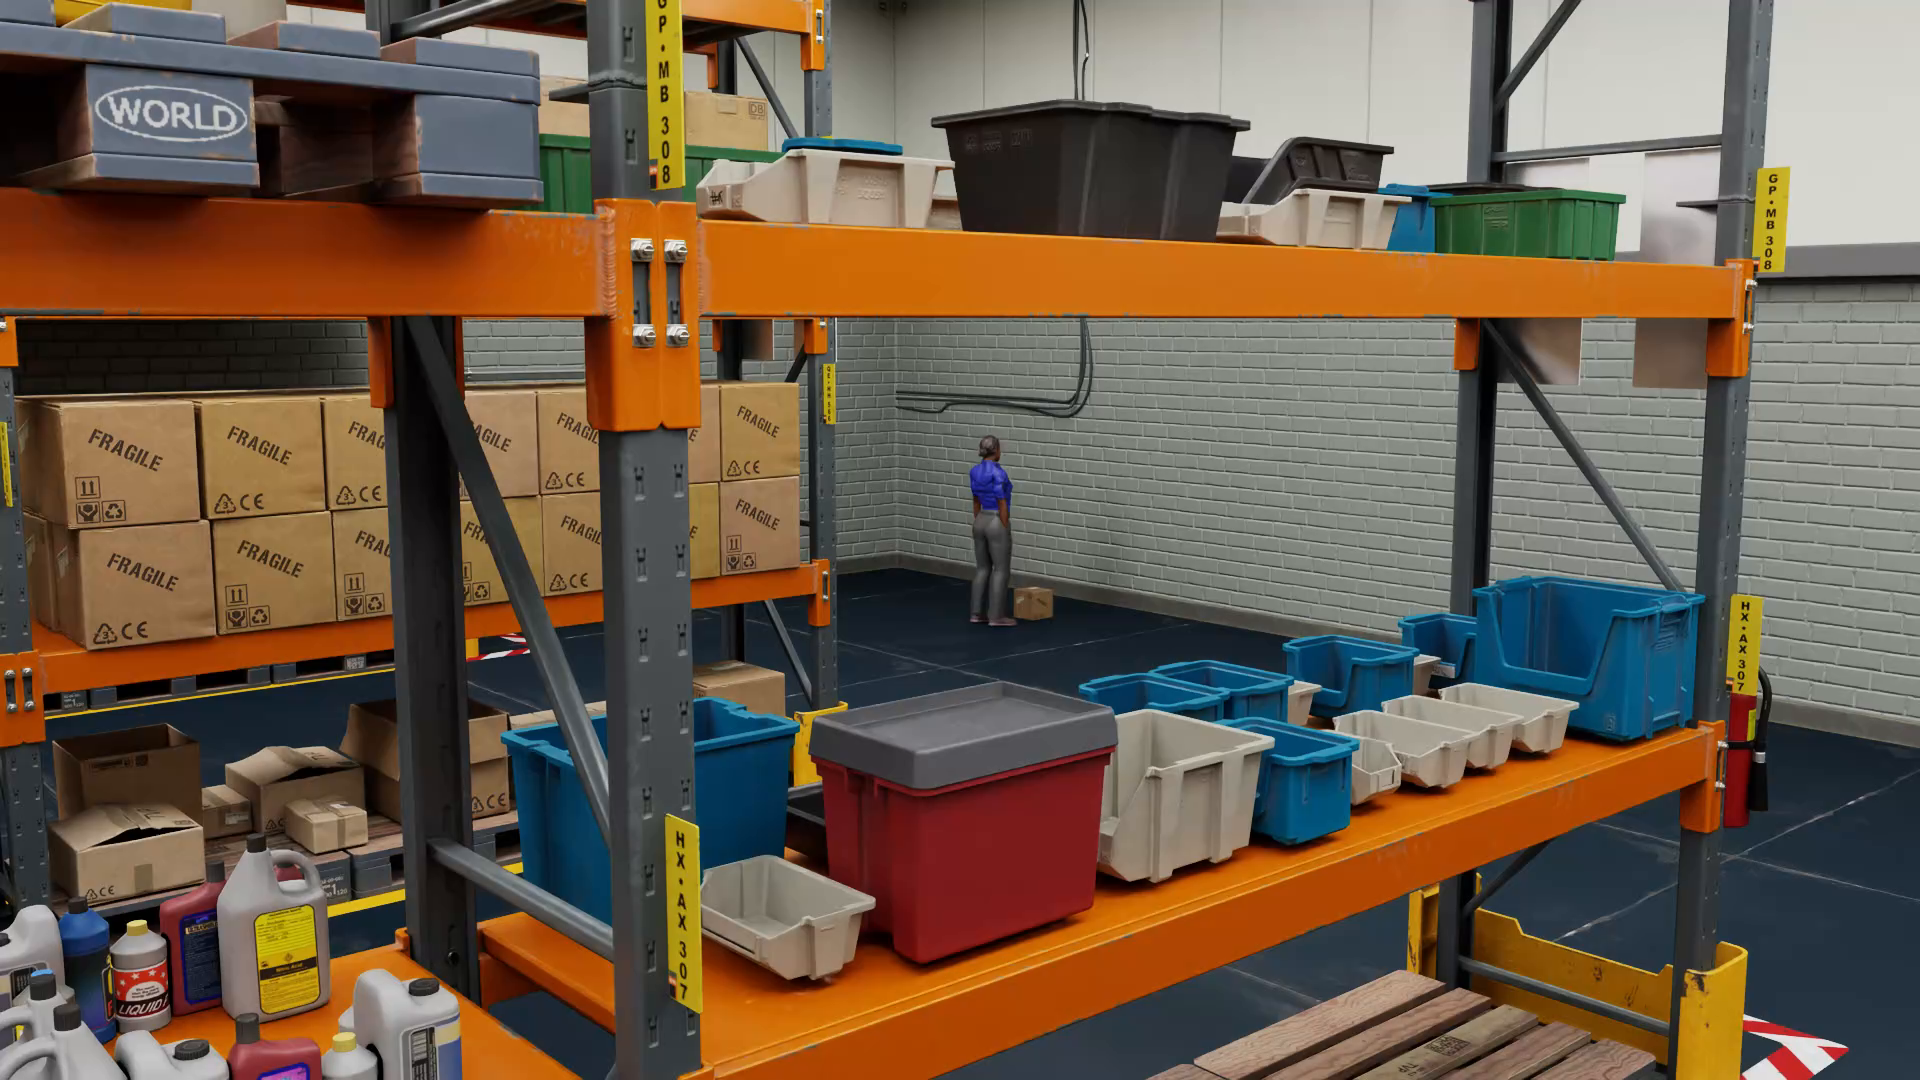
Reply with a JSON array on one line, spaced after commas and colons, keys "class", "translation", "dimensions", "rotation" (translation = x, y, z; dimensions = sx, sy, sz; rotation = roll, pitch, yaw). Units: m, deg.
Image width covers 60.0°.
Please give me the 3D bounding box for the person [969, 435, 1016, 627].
[{"class": "person", "translation": [0.273, -0.085, 14.468], "dimensions": [0.304, 1.656, 0.435], "rotation": [-6, 10, -39]}]
